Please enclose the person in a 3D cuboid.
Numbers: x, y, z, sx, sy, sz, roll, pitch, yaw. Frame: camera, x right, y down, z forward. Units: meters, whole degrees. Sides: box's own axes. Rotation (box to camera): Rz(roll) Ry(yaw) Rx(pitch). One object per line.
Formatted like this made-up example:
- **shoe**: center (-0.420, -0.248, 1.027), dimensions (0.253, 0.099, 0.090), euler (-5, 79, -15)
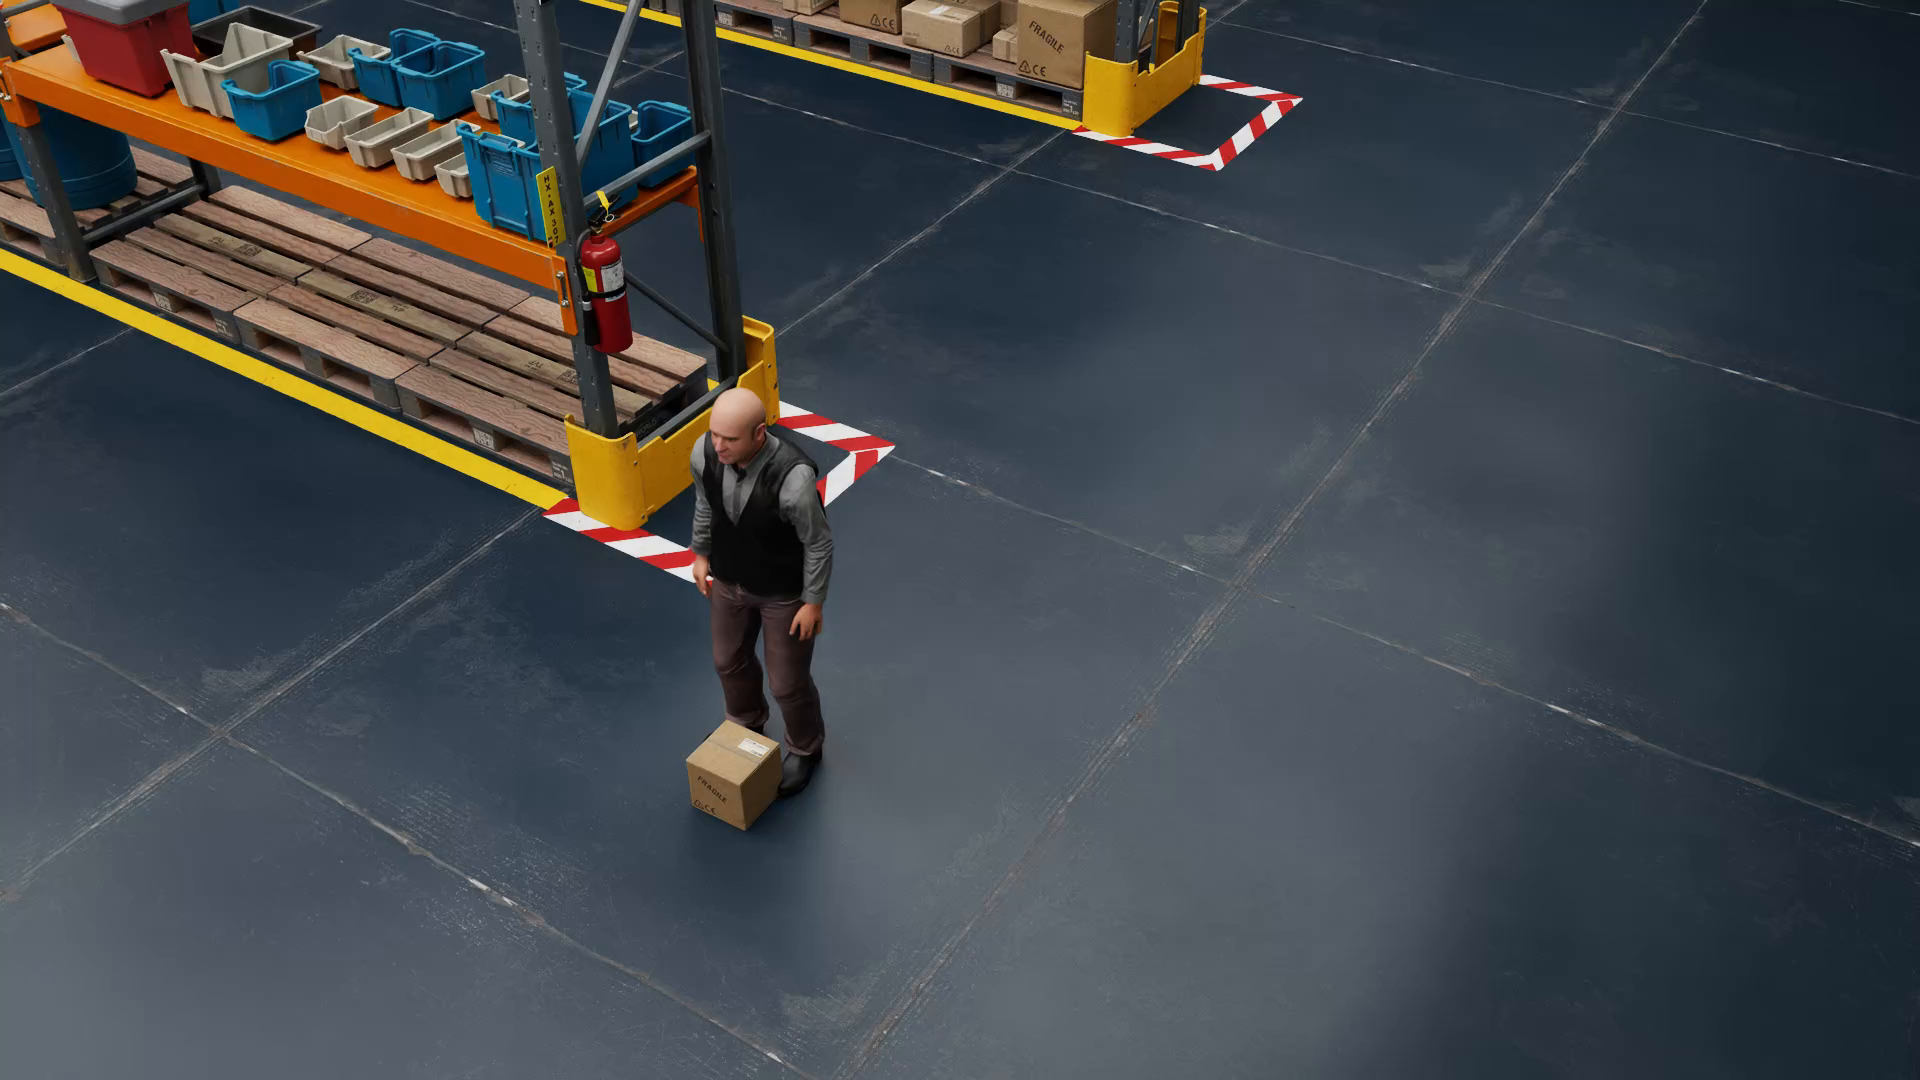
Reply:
- **person**: center (-0.702, 0.151, 5.981), dimensions (0.579, 1.720, 0.420), euler (21, 43, 25)
